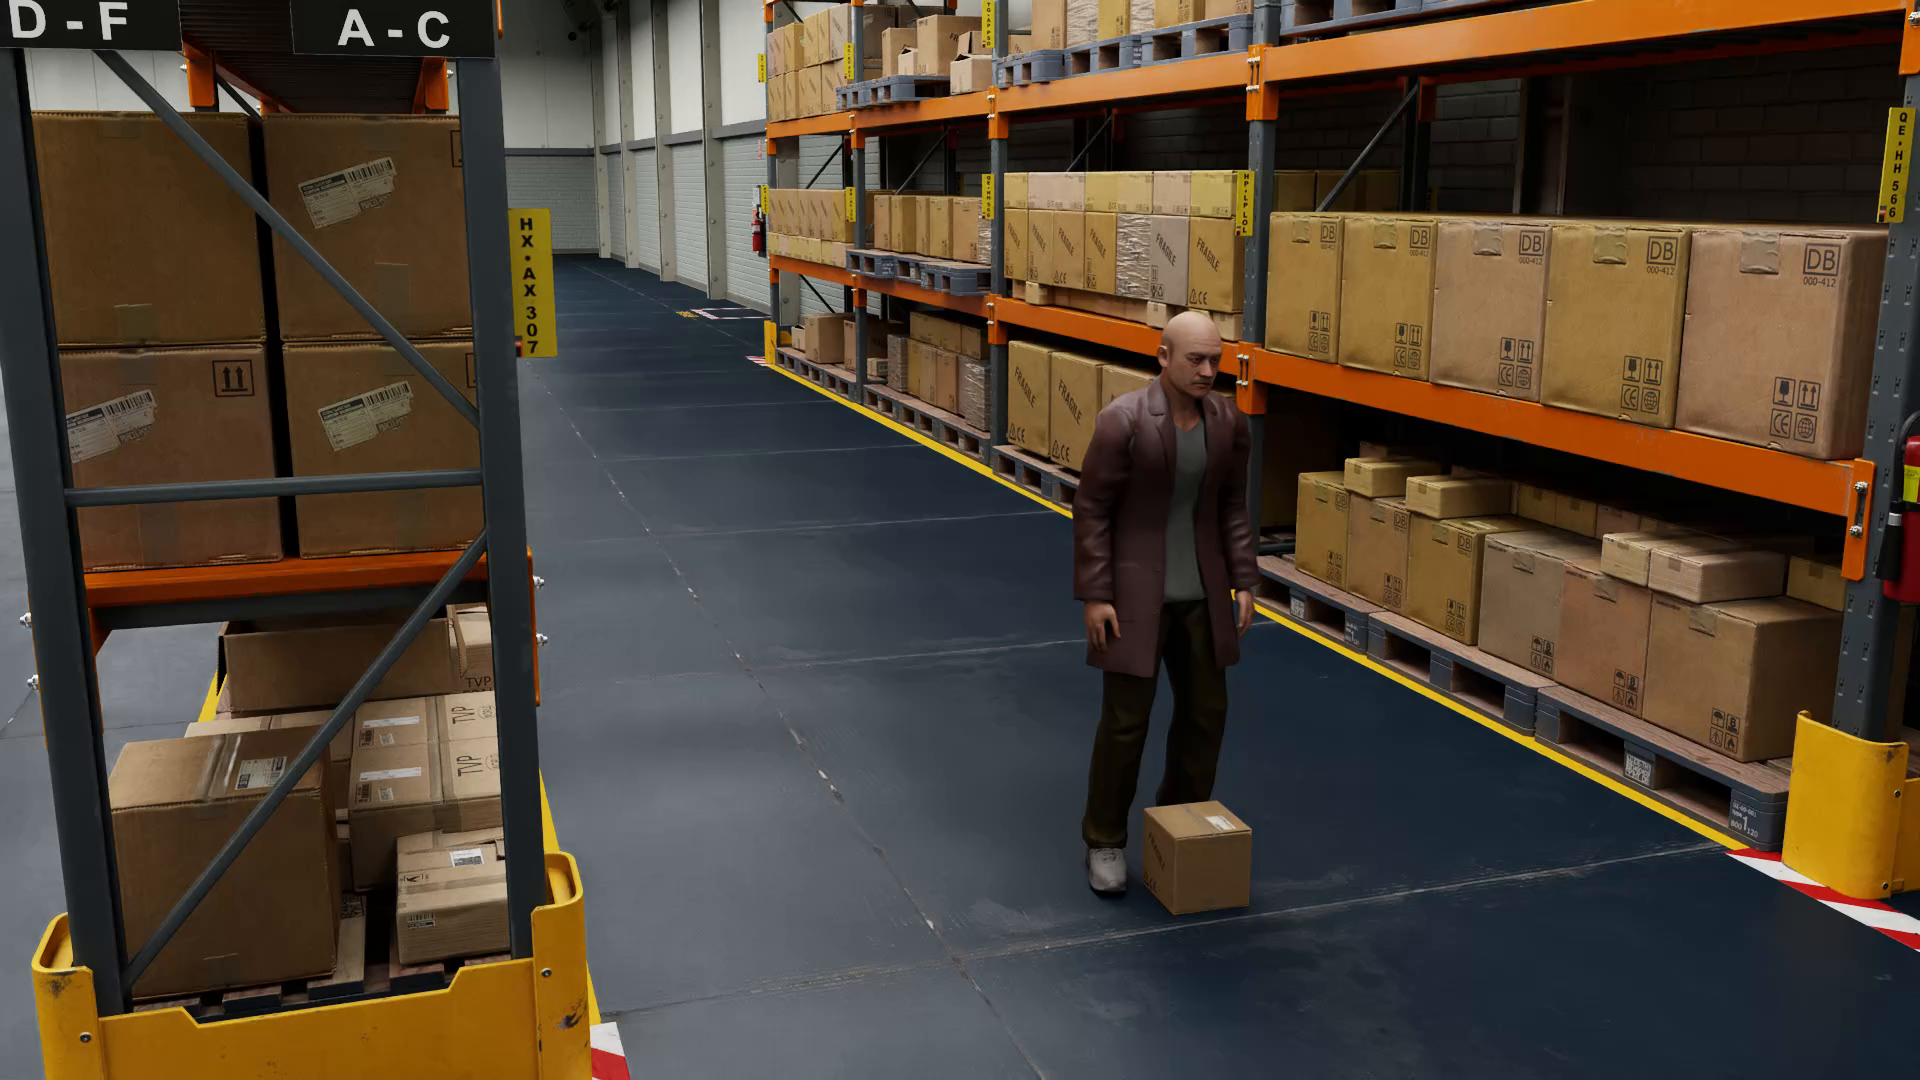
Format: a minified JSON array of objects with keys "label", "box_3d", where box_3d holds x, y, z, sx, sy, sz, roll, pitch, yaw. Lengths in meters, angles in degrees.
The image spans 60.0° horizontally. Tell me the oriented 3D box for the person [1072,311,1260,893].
[{"label":"person","box_3d":[0.650,0.178,5.180,0.648,1.772,0.429,-5,13,-22]}]
